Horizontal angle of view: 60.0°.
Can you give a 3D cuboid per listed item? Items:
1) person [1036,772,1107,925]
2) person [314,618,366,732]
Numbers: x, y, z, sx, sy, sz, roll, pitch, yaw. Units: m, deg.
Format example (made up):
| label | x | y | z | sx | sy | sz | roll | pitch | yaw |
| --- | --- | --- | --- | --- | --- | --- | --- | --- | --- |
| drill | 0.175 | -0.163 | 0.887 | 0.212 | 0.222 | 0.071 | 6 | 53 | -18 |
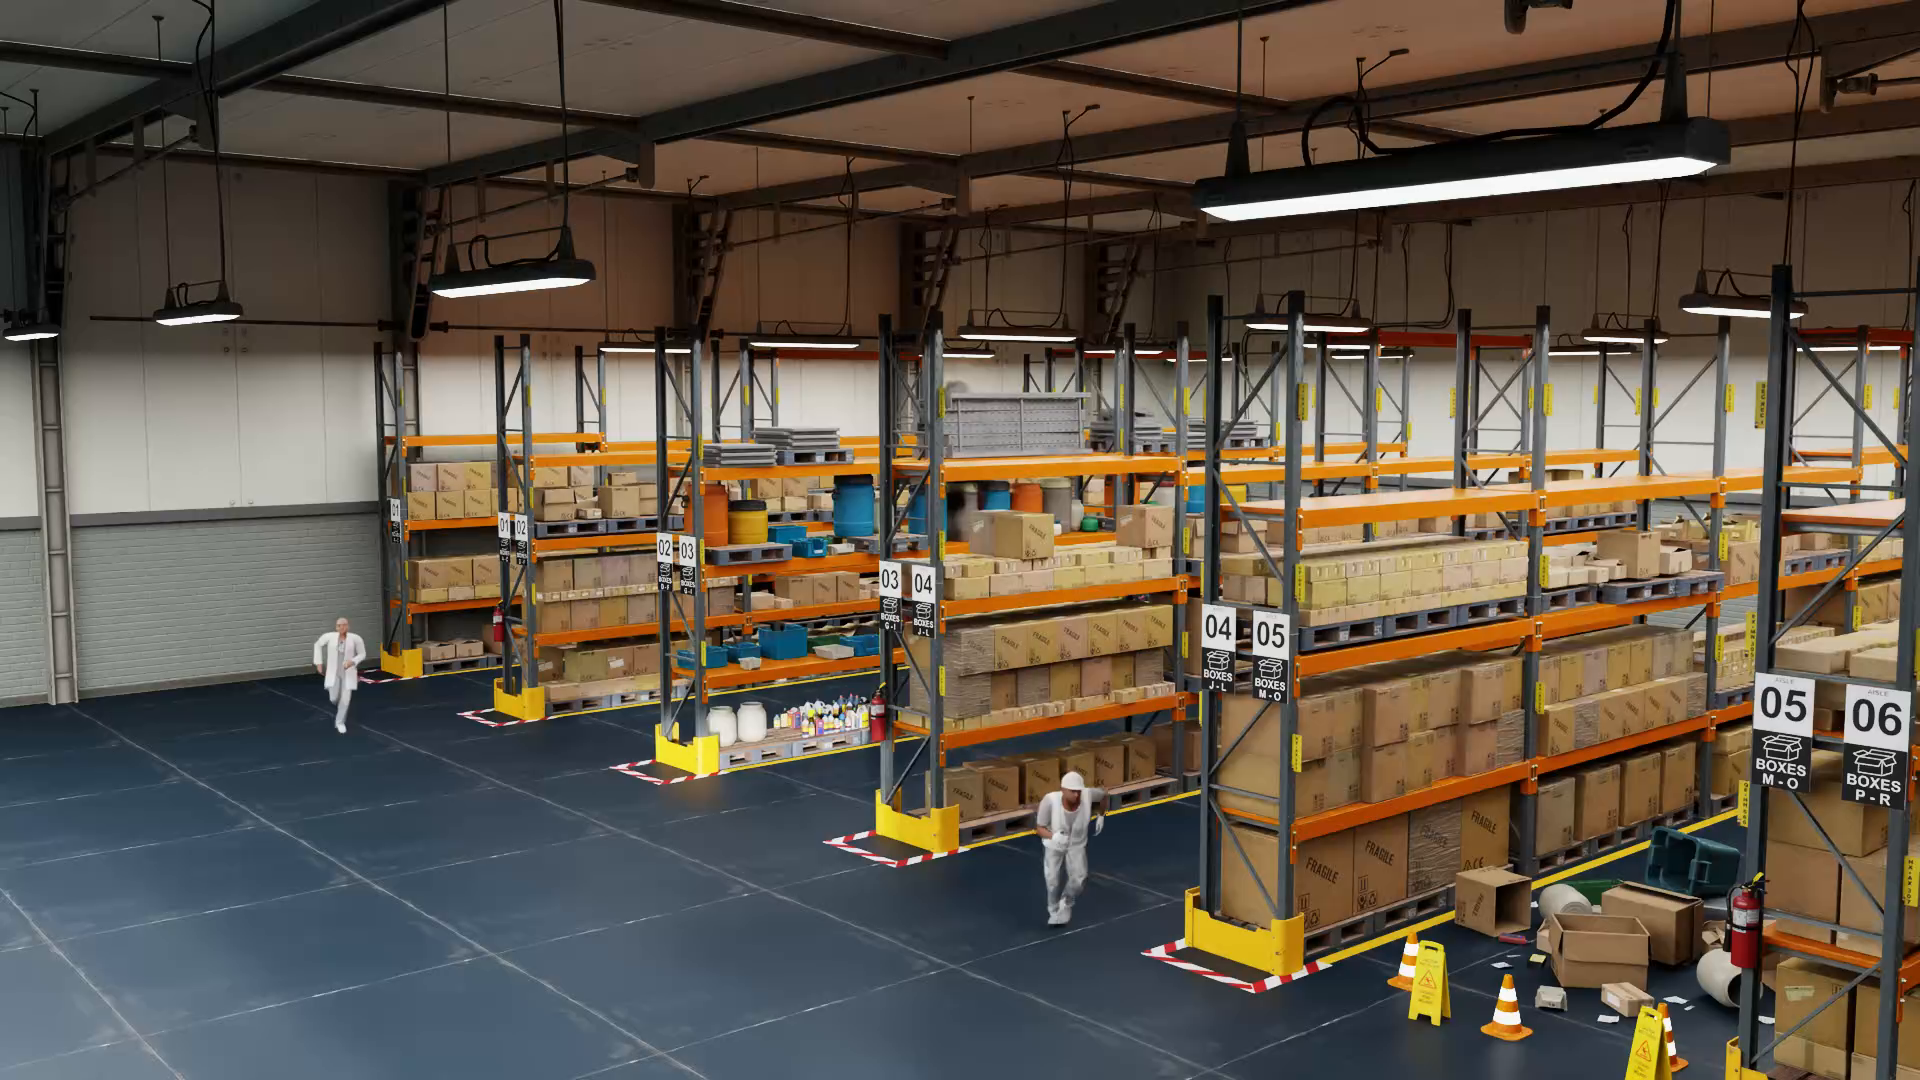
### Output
| label | x | y | z | sx | sy | sz | roll | pitch | yaw |
| --- | --- | --- | --- | --- | --- | --- | --- | --- | --- |
| person | 1.057 | 2.926 | 15.717 | 0.721 | 1.603 | 0.914 | -1 | 5 | -8 |
| person | -9.356 | 2.035 | 25.105 | 0.758 | 1.730 | 0.717 | -2 | 5 | -16 |
